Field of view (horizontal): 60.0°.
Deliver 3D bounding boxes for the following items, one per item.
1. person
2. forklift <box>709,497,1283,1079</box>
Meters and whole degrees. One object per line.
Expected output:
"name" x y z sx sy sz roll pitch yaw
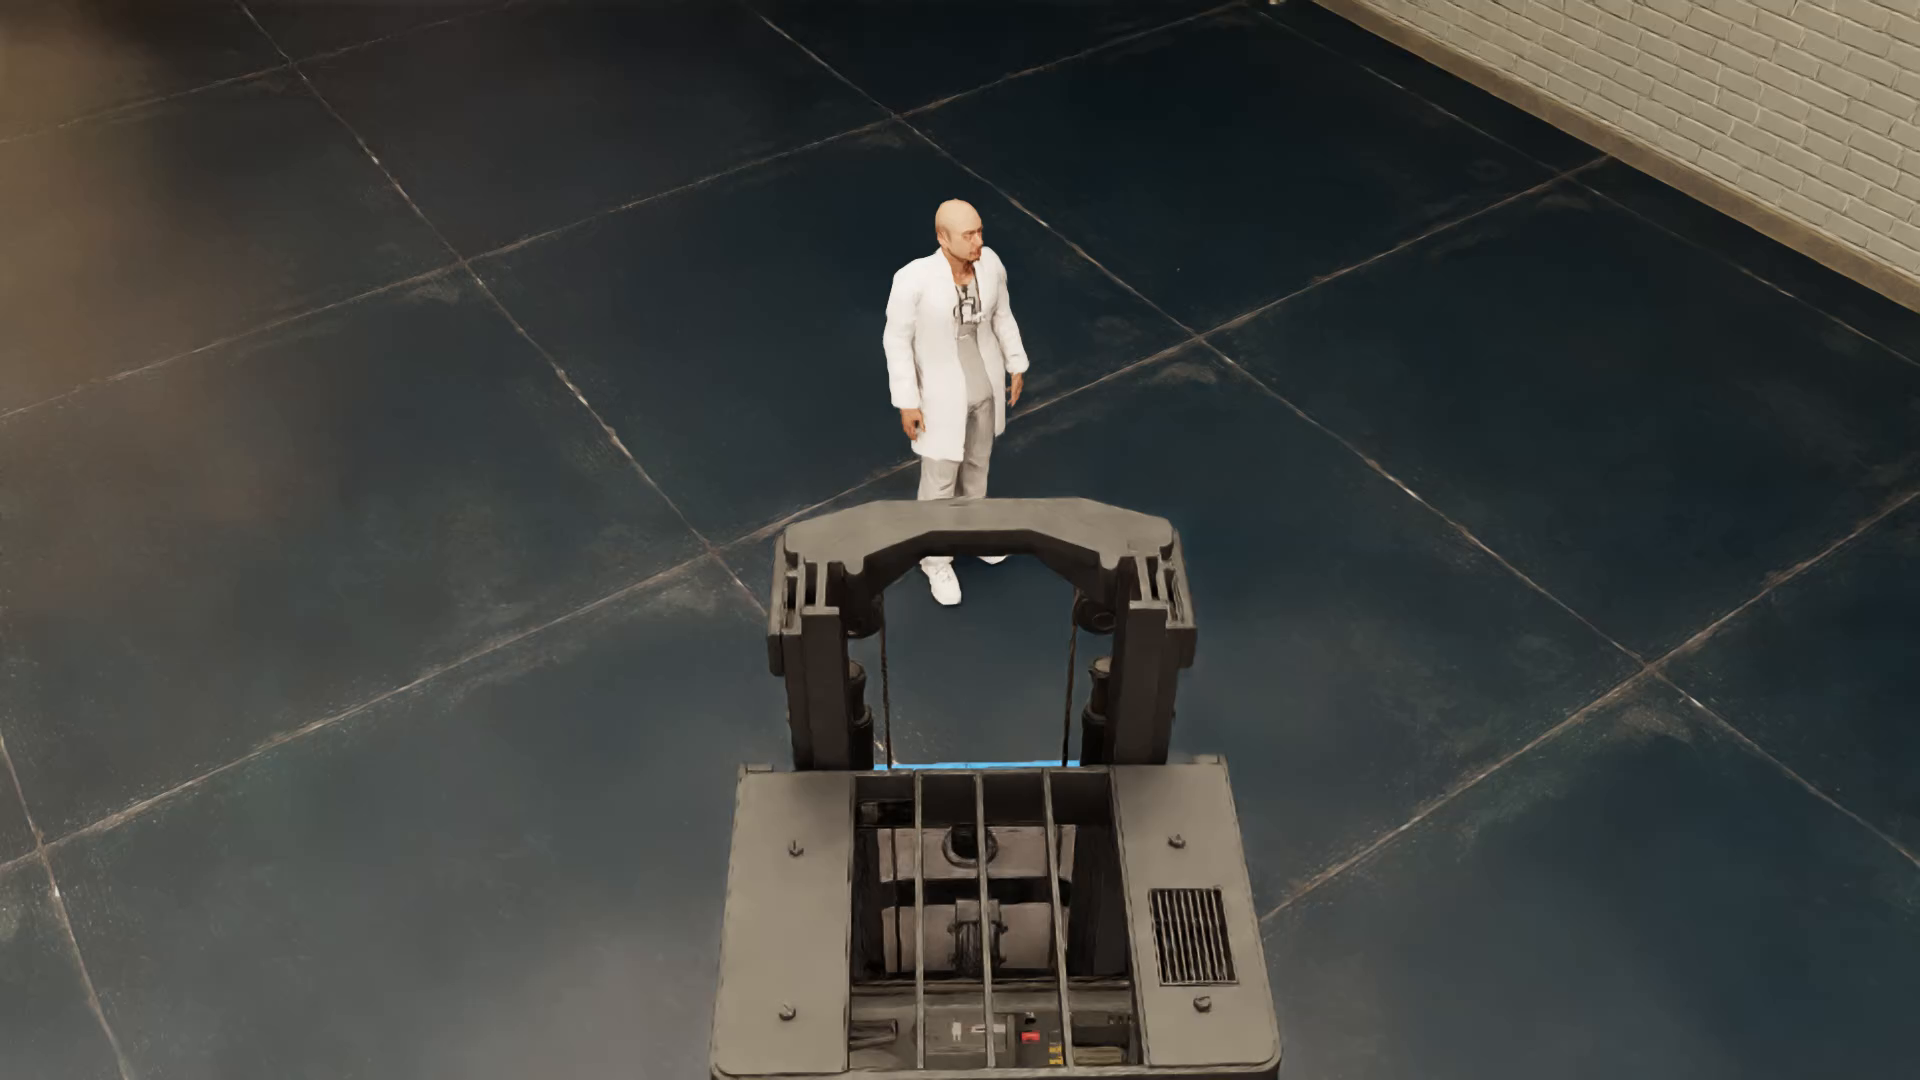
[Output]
"person" 0.048 -0.607 7.214 0.694 1.776 0.579 -25 48 -25
"forklift" 0.059 1.447 4.145 1.130 2.935 3.031 -1 43 -1
